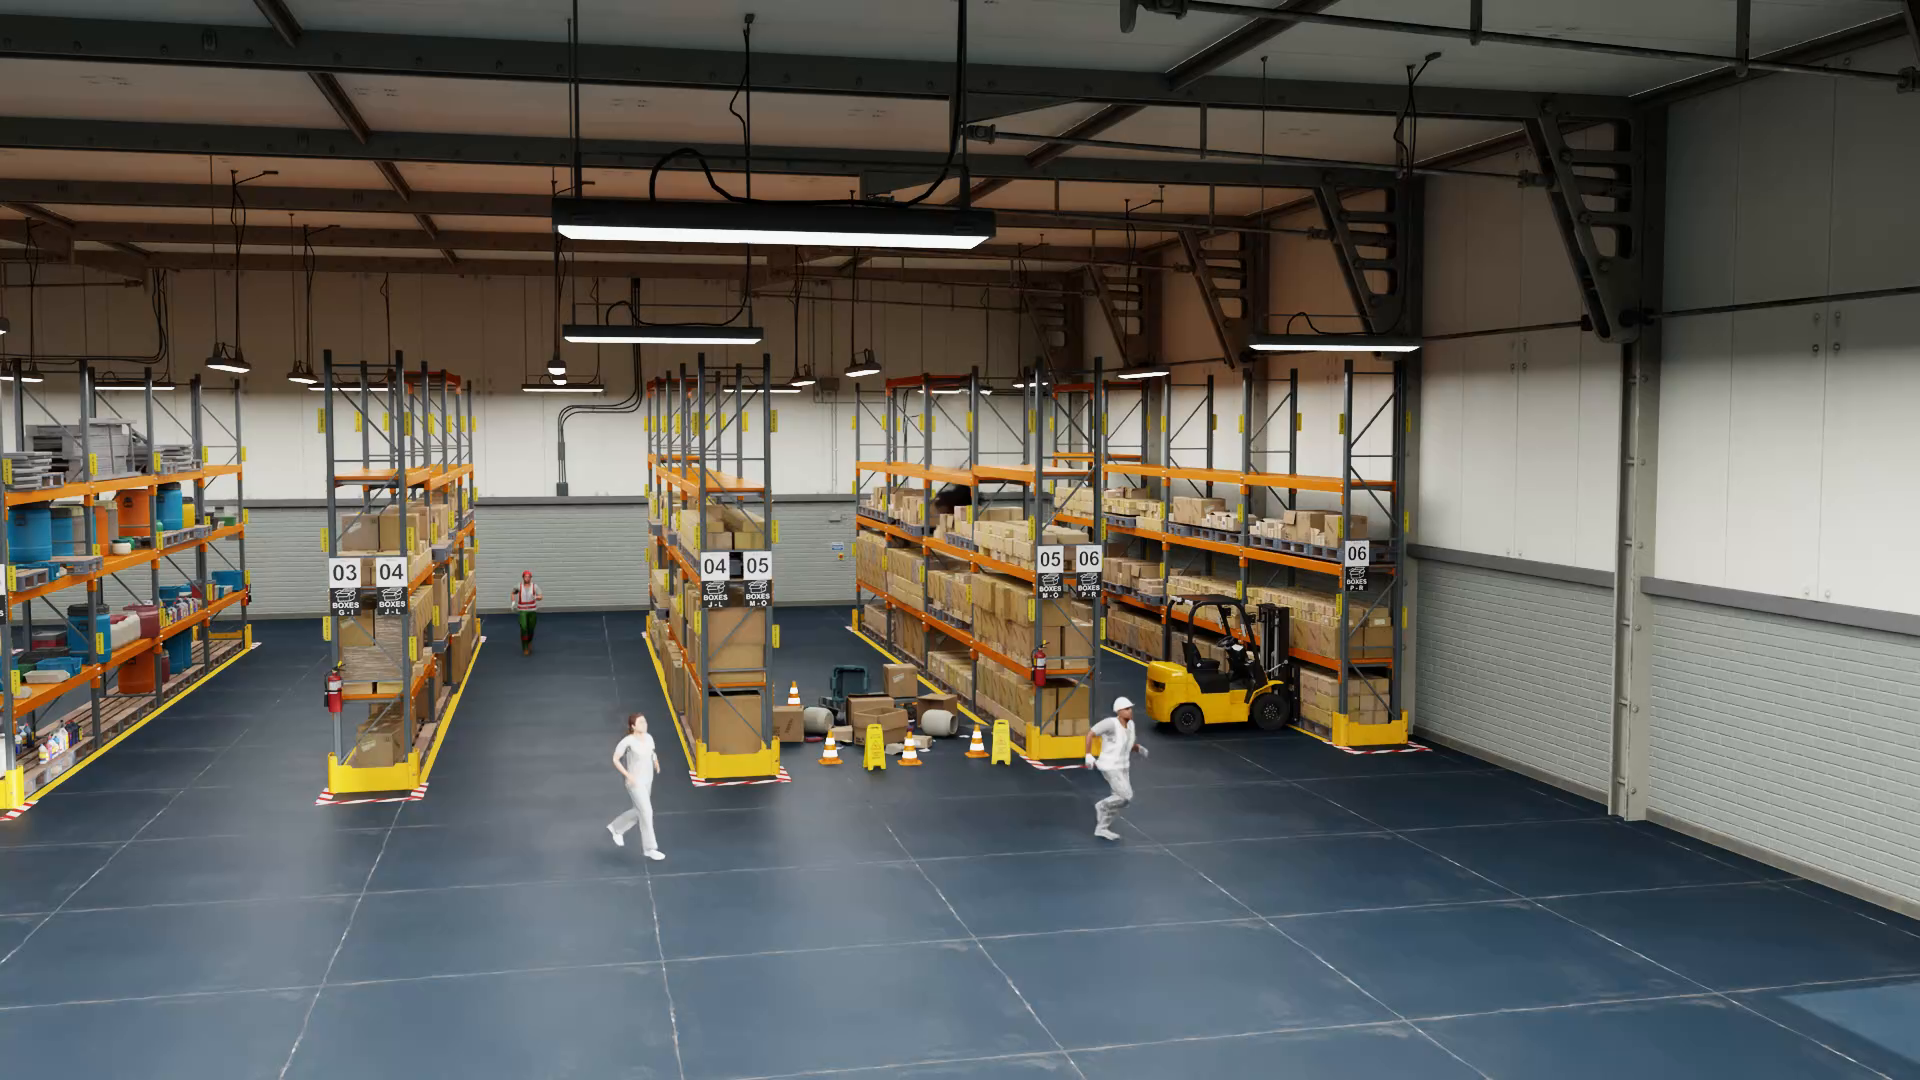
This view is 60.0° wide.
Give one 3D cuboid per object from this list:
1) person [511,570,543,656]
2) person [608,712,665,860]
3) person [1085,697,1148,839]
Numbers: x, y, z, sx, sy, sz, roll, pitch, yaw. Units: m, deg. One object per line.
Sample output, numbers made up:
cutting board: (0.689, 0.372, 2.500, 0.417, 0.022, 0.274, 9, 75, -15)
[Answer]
person: (-9.427, 1.564, 36.219, 0.657, 1.811, 0.921, -2, 4, -22)
person: (-3.739, 2.815, 19.203, 0.891, 1.646, 0.547, 2, 5, 32)
person: (1.923, 2.750, 19.957, 0.651, 1.724, 0.732, 3, 5, 40)
